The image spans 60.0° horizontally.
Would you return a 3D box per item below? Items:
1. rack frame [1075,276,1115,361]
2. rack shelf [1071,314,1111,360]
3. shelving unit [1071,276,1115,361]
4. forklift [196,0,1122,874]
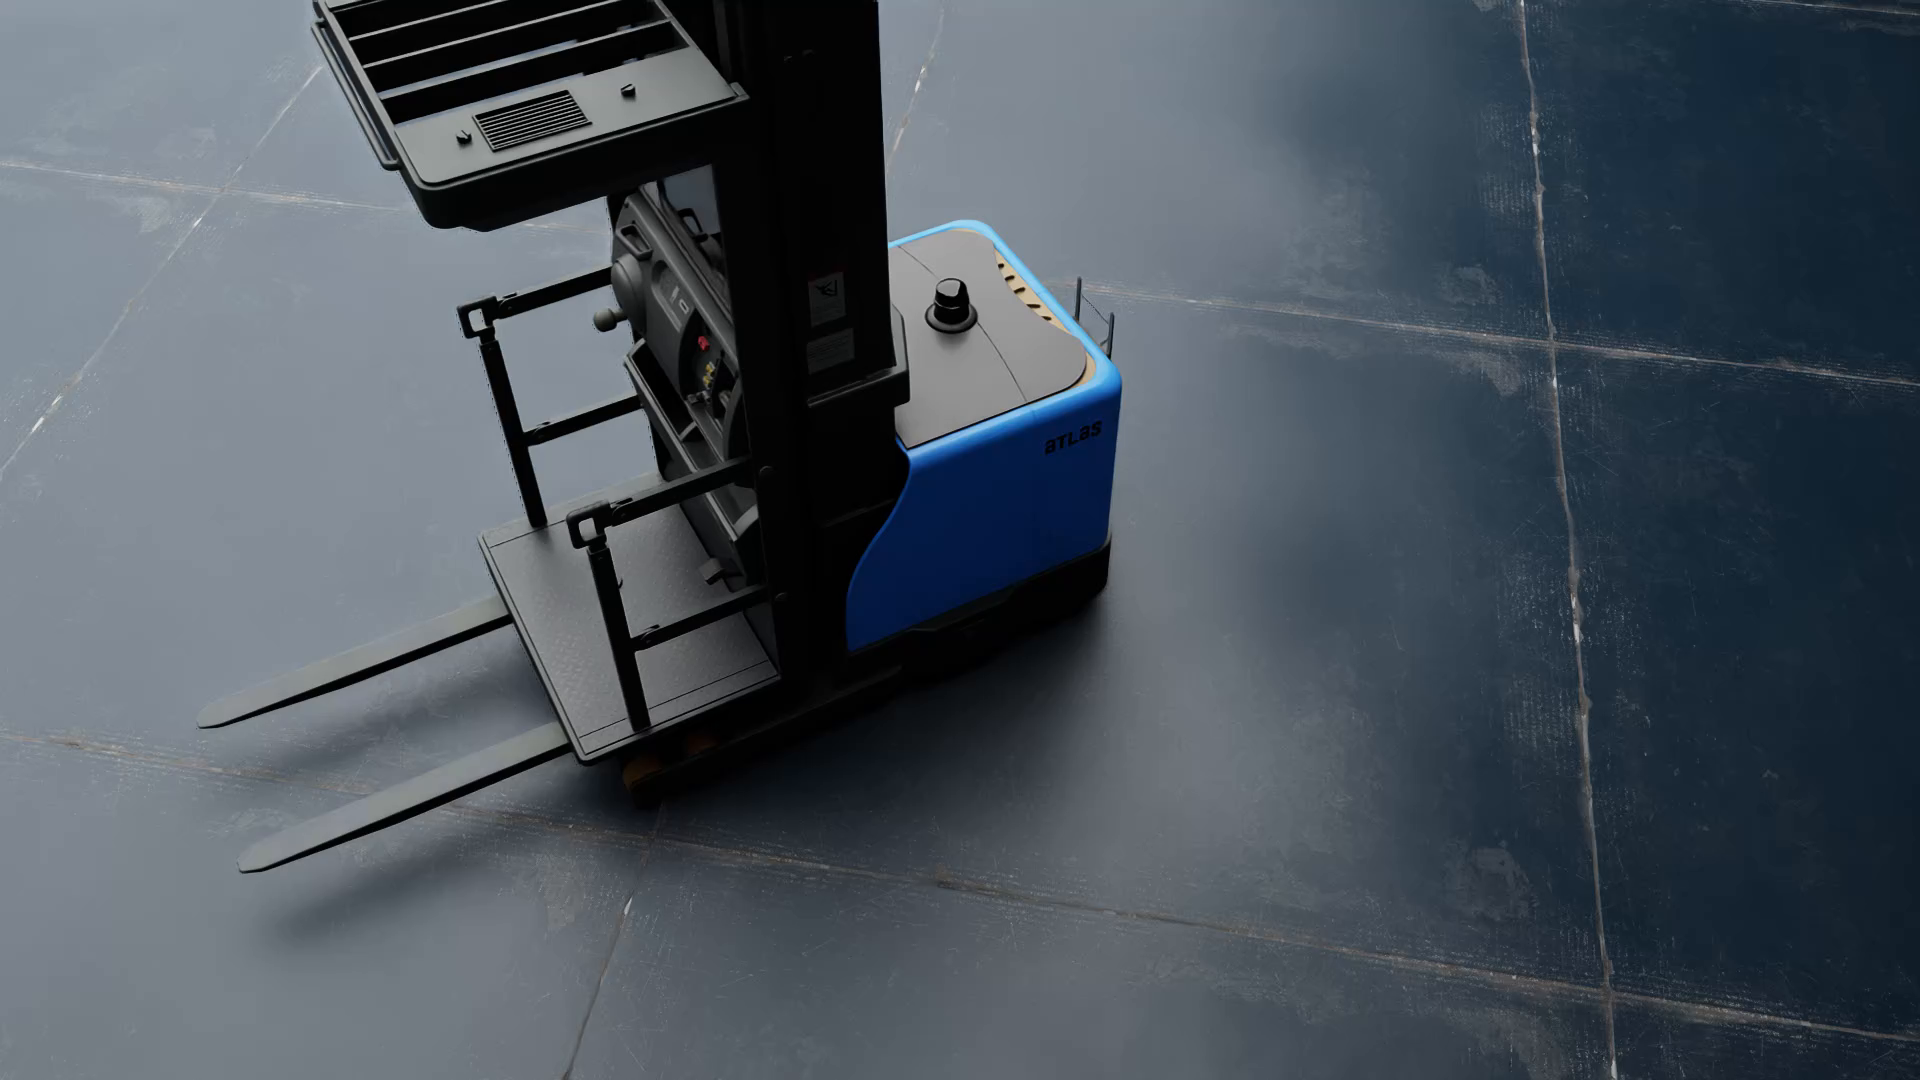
[{"bbox_3d":[0.475,-0.555,6.143,0.006,0.900,0.240,-22,52,-19],"label":"rack frame"},{"bbox_3d":[0.386,-0.677,5.935,0.200,0.077,0.258,-22,52,-19],"label":"rack shelf"},{"bbox_3d":[0.386,-0.519,6.111,0.210,0.900,0.258,-22,52,-19],"label":"shelving unit"},{"bbox_3d":[-1.009,-0.574,4.795,3.031,2.935,1.130,-22,52,-19],"label":"forklift"}]
